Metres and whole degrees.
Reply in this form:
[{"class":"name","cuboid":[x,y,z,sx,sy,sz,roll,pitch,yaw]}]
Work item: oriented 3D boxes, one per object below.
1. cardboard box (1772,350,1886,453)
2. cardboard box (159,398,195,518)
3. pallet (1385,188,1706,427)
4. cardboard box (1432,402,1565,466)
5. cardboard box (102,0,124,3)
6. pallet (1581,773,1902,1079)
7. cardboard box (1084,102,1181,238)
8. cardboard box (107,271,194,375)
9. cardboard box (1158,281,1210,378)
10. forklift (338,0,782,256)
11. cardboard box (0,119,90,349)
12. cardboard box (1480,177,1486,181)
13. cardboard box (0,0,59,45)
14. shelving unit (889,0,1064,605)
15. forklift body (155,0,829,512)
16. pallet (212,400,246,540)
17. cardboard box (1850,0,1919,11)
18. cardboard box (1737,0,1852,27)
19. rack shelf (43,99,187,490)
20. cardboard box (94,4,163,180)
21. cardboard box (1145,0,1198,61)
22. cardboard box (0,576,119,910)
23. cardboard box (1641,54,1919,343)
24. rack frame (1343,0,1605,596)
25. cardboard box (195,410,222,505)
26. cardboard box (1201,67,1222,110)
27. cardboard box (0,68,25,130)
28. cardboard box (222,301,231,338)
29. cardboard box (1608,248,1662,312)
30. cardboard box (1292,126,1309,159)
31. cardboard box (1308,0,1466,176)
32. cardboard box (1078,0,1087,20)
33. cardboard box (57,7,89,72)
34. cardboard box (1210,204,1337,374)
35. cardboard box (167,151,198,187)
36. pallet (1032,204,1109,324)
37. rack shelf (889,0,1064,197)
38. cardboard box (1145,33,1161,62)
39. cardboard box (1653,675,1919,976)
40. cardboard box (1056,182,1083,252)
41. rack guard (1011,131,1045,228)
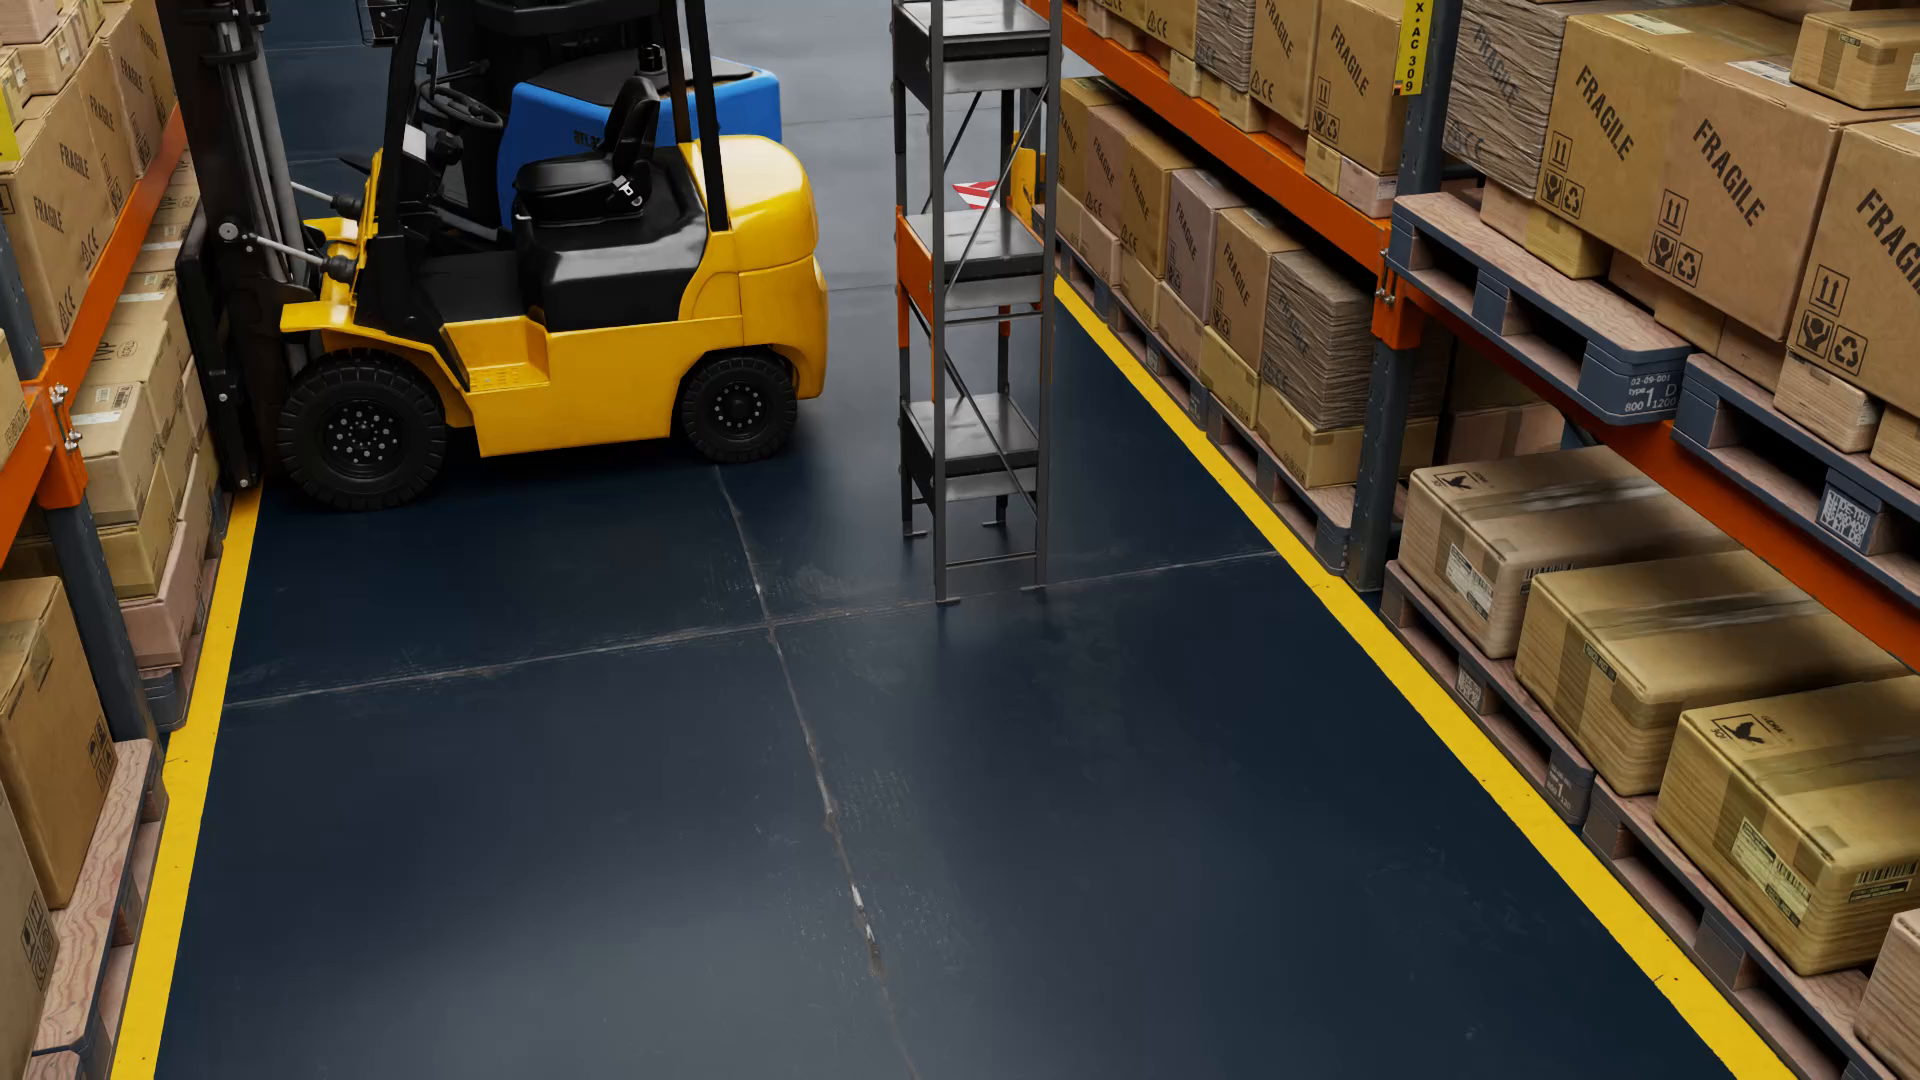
[{"class":"cardboard box","cuboid":[2.044,-0.328,3.654,0.380,0.149,0.250,-7,31,-11]},{"class":"cardboard box","cuboid":[-2.868,-0.261,5.533,0.500,0.250,0.500,-8,31,-14]},{"class":"pallet","cuboid":[1.945,-0.726,4.701,1.003,0.211,1.213,-8,31,-13]},{"class":"cardboard box","cuboid":[1.986,-0.510,6.462,0.500,0.250,0.500,-9,31,-16]},{"class":"cardboard box","cuboid":[-3.238,-2.045,6.041,0.380,0.149,0.250,-8,31,-13]},{"class":"pallet","cuboid":[2.418,0.976,4.353,1.003,0.211,1.213,-8,31,-13]},{"class":"cardboard box","cuboid":[0.918,-1.756,7.866,0.500,0.500,0.500,-9,31,-15]},{"class":"cardboard box","cuboid":[-2.997,-0.722,5.831,0.500,0.250,0.500,-7,31,-12]},{"class":"cardboard box","cuboid":[1.185,-0.941,7.206,0.500,0.250,0.500,-7,31,-13]},{"class":"forklift","cuboid":[-2.278,-2.911,8.353,3.031,2.935,1.130,25,38,36]},{"class":"cardboard box","cuboid":[-2.768,-0.828,4.586,0.500,0.500,0.500,-9,31,-15]},{"class":"cardboard box","cuboid":[1.991,-1.398,5.922,0.380,0.149,0.250,-7,31,-12]},{"class":"cardboard box","cuboid":[-2.903,-1.556,4.899,0.380,0.149,0.250,-7,31,-12]},{"class":"shelving unit","cuboid":[0.044,-0.829,5.586,0.431,2.100,0.503,-8,31,-13]},{"class":"forklift body","cuboid":[-1.702,-1.427,6.568,2.313,2.155,1.214,-8,31,-13]},{"class":"pallet","cuboid":[-3.400,-0.308,6.572,1.003,0.211,1.213,-8,31,-13]},{"class":"cardboard box","cuboid":[2.418,-1.308,4.051,0.380,0.149,0.250,-9,31,-15]},{"class":"cardboard box","cuboid":[2.359,-1.119,4.373,0.500,0.500,0.500,-8,31,-13]},{"class":"rack shelf","cuboid":[-3.433,-1.190,6.030,1.077,0.370,4.000,-8,31,-13]},{"class":"cardboard box","cuboid":[-3.171,-1.567,5.863,0.500,0.500,0.500,-8,31,-13]},{"class":"cardboard box","cuboid":[1.099,-2.295,6.824,0.500,0.500,0.500,-8,31,-14]},{"class":"cardboard box","cuboid":[-2.753,0.561,4.237,0.875,0.625,0.625,-6,31,-11]},{"class":"cardboard box","cuboid":[1.982,-0.804,3.828,0.500,0.500,0.500,-8,31,-14]},{"class":"rack frame","cuboid":[1.883,-1.197,5.324,1.000,3.000,0.127,-8,31,-13]},{"class":"cardboard box","cuboid":[-3.012,-0.294,6.089,0.500,0.250,0.500,-7,31,-12]},{"class":"cardboard box","cuboid":[1.191,-1.821,6.652,0.380,0.149,0.250,-8,31,-14]},{"class":"cardboard box","cuboid":[-2.803,-1.173,4.535,0.380,0.149,0.250,-7,31,-12]},{"class":"cardboard box","cuboid":[-3.253,-0.992,6.795,0.500,0.250,0.500,-9,31,-14]},{"class":"cardboard box","cuboid":[1.931,-0.713,4.318,0.380,0.149,0.250,-6,31,-10]},{"class":"cardboard box","cuboid":[1.437,-1.459,6.027,0.380,0.149,0.250,-8,31,-13]},{"class":"cardboard box","cuboid":[1.525,-1.551,5.538,0.500,0.500,0.500,-9,31,-15]},{"class":"cardboard box","cuboid":[0.784,-2.570,7.946,0.380,0.149,0.250,-9,31,-15]},{"class":"cardboard box","cuboid":[-2.961,-1.551,5.188,0.380,0.149,0.250,-8,31,-14]},{"class":"cardboard box","cuboid":[1.330,-1.009,6.576,0.500,0.500,0.500,-7,31,-12]},{"class":"cardboard box","cuboid":[-3.400,-1.465,7.114,0.500,0.250,0.500,-7,31,-12]},{"class":"pallet","cuboid":[1.023,-1.488,8.611,1.003,0.211,1.213,-8,31,-13]},{"class":"rack shelf","cuboid":[0.044,-1.423,5.242,0.431,0.518,0.480,-8,31,-13]},{"class":"cardboard box","cuboid":[1.037,-2.201,7.309,0.380,0.149,0.250,-7,31,-12]},{"class":"cardboard box","cuboid":[2.405,0.694,4.261,0.950,0.372,0.625,-7,31,-12]},{"class":"cardboard box","cuboid":[0.768,-1.694,8.509,0.500,0.250,0.500,-8,31,-14]},{"class":"rack guard","cuboid":[0.841,-2.010,9.224,1.175,0.500,0.348,-8,31,-13]}]
